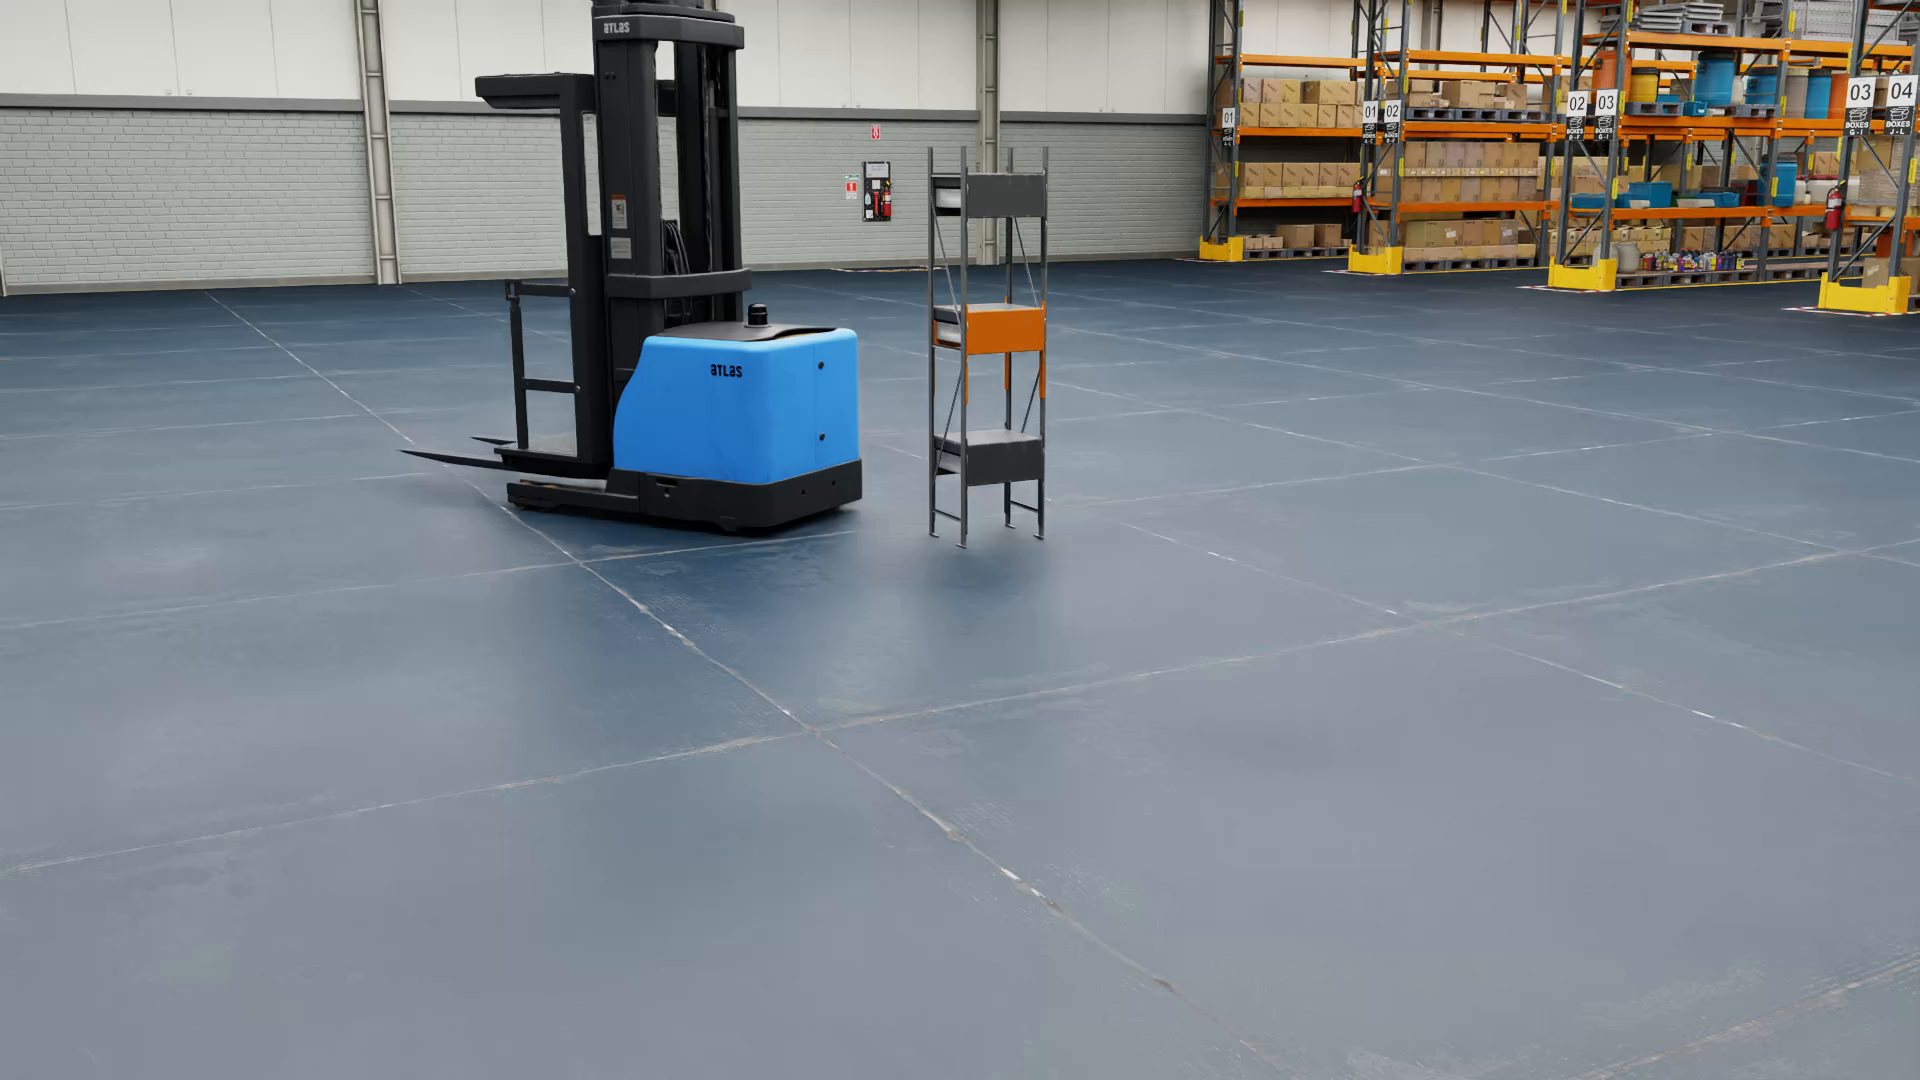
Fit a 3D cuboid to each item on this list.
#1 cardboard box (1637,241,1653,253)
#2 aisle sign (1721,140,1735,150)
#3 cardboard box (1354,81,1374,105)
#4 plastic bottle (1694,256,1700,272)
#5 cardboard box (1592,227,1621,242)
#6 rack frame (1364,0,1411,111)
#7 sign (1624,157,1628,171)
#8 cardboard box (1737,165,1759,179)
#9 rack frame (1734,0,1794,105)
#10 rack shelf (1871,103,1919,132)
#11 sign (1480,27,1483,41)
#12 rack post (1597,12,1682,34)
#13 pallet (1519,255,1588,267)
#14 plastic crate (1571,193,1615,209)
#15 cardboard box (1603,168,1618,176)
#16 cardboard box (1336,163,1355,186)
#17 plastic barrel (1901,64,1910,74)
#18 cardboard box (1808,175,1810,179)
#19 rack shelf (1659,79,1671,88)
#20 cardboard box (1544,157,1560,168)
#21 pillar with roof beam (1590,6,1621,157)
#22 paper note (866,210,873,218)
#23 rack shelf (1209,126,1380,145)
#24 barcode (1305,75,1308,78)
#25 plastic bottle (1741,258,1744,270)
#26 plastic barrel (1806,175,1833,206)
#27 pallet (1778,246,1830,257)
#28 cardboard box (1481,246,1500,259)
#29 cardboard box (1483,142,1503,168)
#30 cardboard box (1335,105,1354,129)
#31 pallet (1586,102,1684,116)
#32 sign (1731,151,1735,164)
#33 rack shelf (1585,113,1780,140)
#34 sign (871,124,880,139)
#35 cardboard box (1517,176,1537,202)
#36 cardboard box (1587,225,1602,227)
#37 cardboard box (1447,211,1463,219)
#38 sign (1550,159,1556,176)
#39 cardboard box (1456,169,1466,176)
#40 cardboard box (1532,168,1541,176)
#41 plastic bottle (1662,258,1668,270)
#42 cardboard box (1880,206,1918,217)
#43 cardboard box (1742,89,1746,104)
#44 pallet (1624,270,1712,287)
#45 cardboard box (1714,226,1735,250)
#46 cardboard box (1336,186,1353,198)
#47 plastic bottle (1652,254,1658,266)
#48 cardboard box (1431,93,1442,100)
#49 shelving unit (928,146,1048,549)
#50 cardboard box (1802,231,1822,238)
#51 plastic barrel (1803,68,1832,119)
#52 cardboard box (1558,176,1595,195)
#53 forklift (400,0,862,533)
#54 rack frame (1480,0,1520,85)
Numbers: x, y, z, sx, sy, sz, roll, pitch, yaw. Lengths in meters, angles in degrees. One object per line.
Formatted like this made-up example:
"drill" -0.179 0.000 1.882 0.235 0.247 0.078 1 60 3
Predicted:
"cardboard box" 14.239 -6.185 35.064 0.500 0.250 0.500 -7 14 -29
"aisle sign" 19.886 -10.492 42.979 0.004 0.787 0.394 -7 14 -28
"cardboard box" 8.837 -9.917 36.959 0.500 0.500 0.500 -8 15 -33
"plastic bottle" 12.690 -4.764 28.658 0.097 0.271 0.097 0 13 0
"cardboard box" 13.354 -6.352 34.531 0.500 0.311 0.500 -6 14 -26
"rack frame" 8.012 -9.564 31.109 0.127 3.000 1.000 -7 14 -28
"sign" 16.437 -9.276 41.039 0.005 0.325 0.100 -7 14 -28
"cardboard box" 17.024 -7.955 36.441 0.500 0.500 0.700 -12 17 -42
"rack frame" 13.893 -9.029 28.736 0.127 3.000 1.000 -7 14 -28
"rack shelf" 14.511 -6.050 23.968 4.000 0.370 1.077 -7 14 -28
"sign" 12.388 -11.999 39.443 0.005 0.325 0.100 -7 14 -28
"rack post" 11.107 -8.420 27.165 0.954 0.300 0.937 -5 14 -22
"pallet" 12.151 -5.782 34.322 1.213 0.211 1.003 -7 14 -28
"plastic crate" 10.678 -5.720 28.031 0.616 0.251 0.499 -7 14 -28
"cardboard box" 15.884 -8.960 41.140 0.500 0.500 0.500 -7 15 -29
"cardboard box" 8.444 -8.151 37.086 0.500 0.500 0.500 -7 14 -28
"plastic barrel" 17.904 -8.460 31.104 0.708 0.830 0.600 -7 14 -28
"cardboard box" 19.123 -7.949 37.371 0.500 0.500 0.500 -6 14 -26
"rack shelf" 17.924 -11.445 42.017 4.000 0.370 1.077 -7 14 -28
"cardboard box" 14.088 -9.110 40.100 0.500 0.250 0.500 -7 14 -27
"pillar with roof beam" 18.431 -11.191 38.340 0.548 9.000 9.100 -7 14 -28
"paper note" -1.807 -6.513 33.222 0.142 0.148 0.016 -7 14 -28
"rack shelf" 7.391 -8.914 36.693 4.000 0.370 1.077 -7 14 -28
"barcode" 7.720 -10.339 37.058 0.075 0.075 0.001 -7 14 -28
"plastic bottle" 13.724 -4.854 29.217 0.097 0.201 0.097 0 13 0
"plastic barrel" 15.482 -6.305 29.982 0.433 0.535 0.433 0 13 0
"pallet" 19.148 -6.611 38.004 1.213 0.211 1.003 -7 14 -28
"cardboard box" 10.346 -5.724 33.018 0.500 0.250 0.500 -7 14 -28
"cardboard box" 10.254 -7.586 32.801 0.500 0.500 0.700 -7 14 -28
"cardboard box" 8.372 -9.382 36.862 0.500 0.500 0.500 -8 15 -33
"pallet" 11.156 -7.121 27.519 1.213 0.211 1.003 -7 14 -28
"sign" 19.927 -9.849 42.863 0.005 0.325 0.100 -7 14 -28
"rack shelf" 12.138 -7.005 28.209 4.000 0.370 1.077 -7 14 -28
"sign" -1.673 -8.097 32.976 0.199 0.298 0.001 -7 14 -28
"cardboard box" 11.137 -7.059 33.414 0.500 0.500 0.700 -7 15 -29
"cardboard box" 13.528 -6.507 35.219 0.500 0.311 0.500 -7 15 -29
"cardboard box" 11.520 -7.660 39.297 0.500 0.250 0.500 -7 14 -27
"sign" 11.791 -7.412 33.059 0.005 0.325 0.100 -7 14 -28
"cardboard box" 9.589 -7.138 32.288 0.250 0.149 0.380 -7 14 -29
"cardboard box" 11.387 -7.353 33.245 0.250 0.149 0.380 -7 14 -28
"plastic bottle" 12.380 -4.844 29.174 0.097 0.201 0.097 0 13 0
"cardboard box" 13.120 -4.589 23.240 0.250 0.149 0.380 -7 14 -28
"cardboard box" 16.898 -9.485 36.182 0.600 0.600 0.600 -7 15 -30
"pallet" 12.212 -4.550 28.848 1.213 0.211 1.003 -7 14 -28
"cardboard box" 16.470 -6.574 36.181 0.500 0.500 0.500 -7 14 -29
"cardboard box" 8.435 -7.789 37.185 0.500 0.250 0.500 -7 14 -28
"plastic bottle" 12.141 -4.881 29.168 0.135 0.276 0.152 -7 15 -29
"cardboard box" 9.385 -8.560 32.411 0.500 0.311 0.500 -5 14 -21
"shelving unit" 0.145 -1.042 8.956 0.503 2.100 0.431 -7 14 -28
"cardboard box" 19.568 -6.996 38.484 0.500 0.311 0.500 -7 14 -28
"plastic barrel" 15.384 -8.044 30.045 0.708 0.901 0.600 -7 14 -28
"cardboard box" 12.668 -7.240 34.218 0.500 0.500 0.500 -6 14 -24
"forklift" -2.115 -1.685 9.922 3.031 2.935 1.130 7 15 29
"rack frame" 12.657 -11.360 39.089 0.127 3.000 1.000 -7 14 -28
